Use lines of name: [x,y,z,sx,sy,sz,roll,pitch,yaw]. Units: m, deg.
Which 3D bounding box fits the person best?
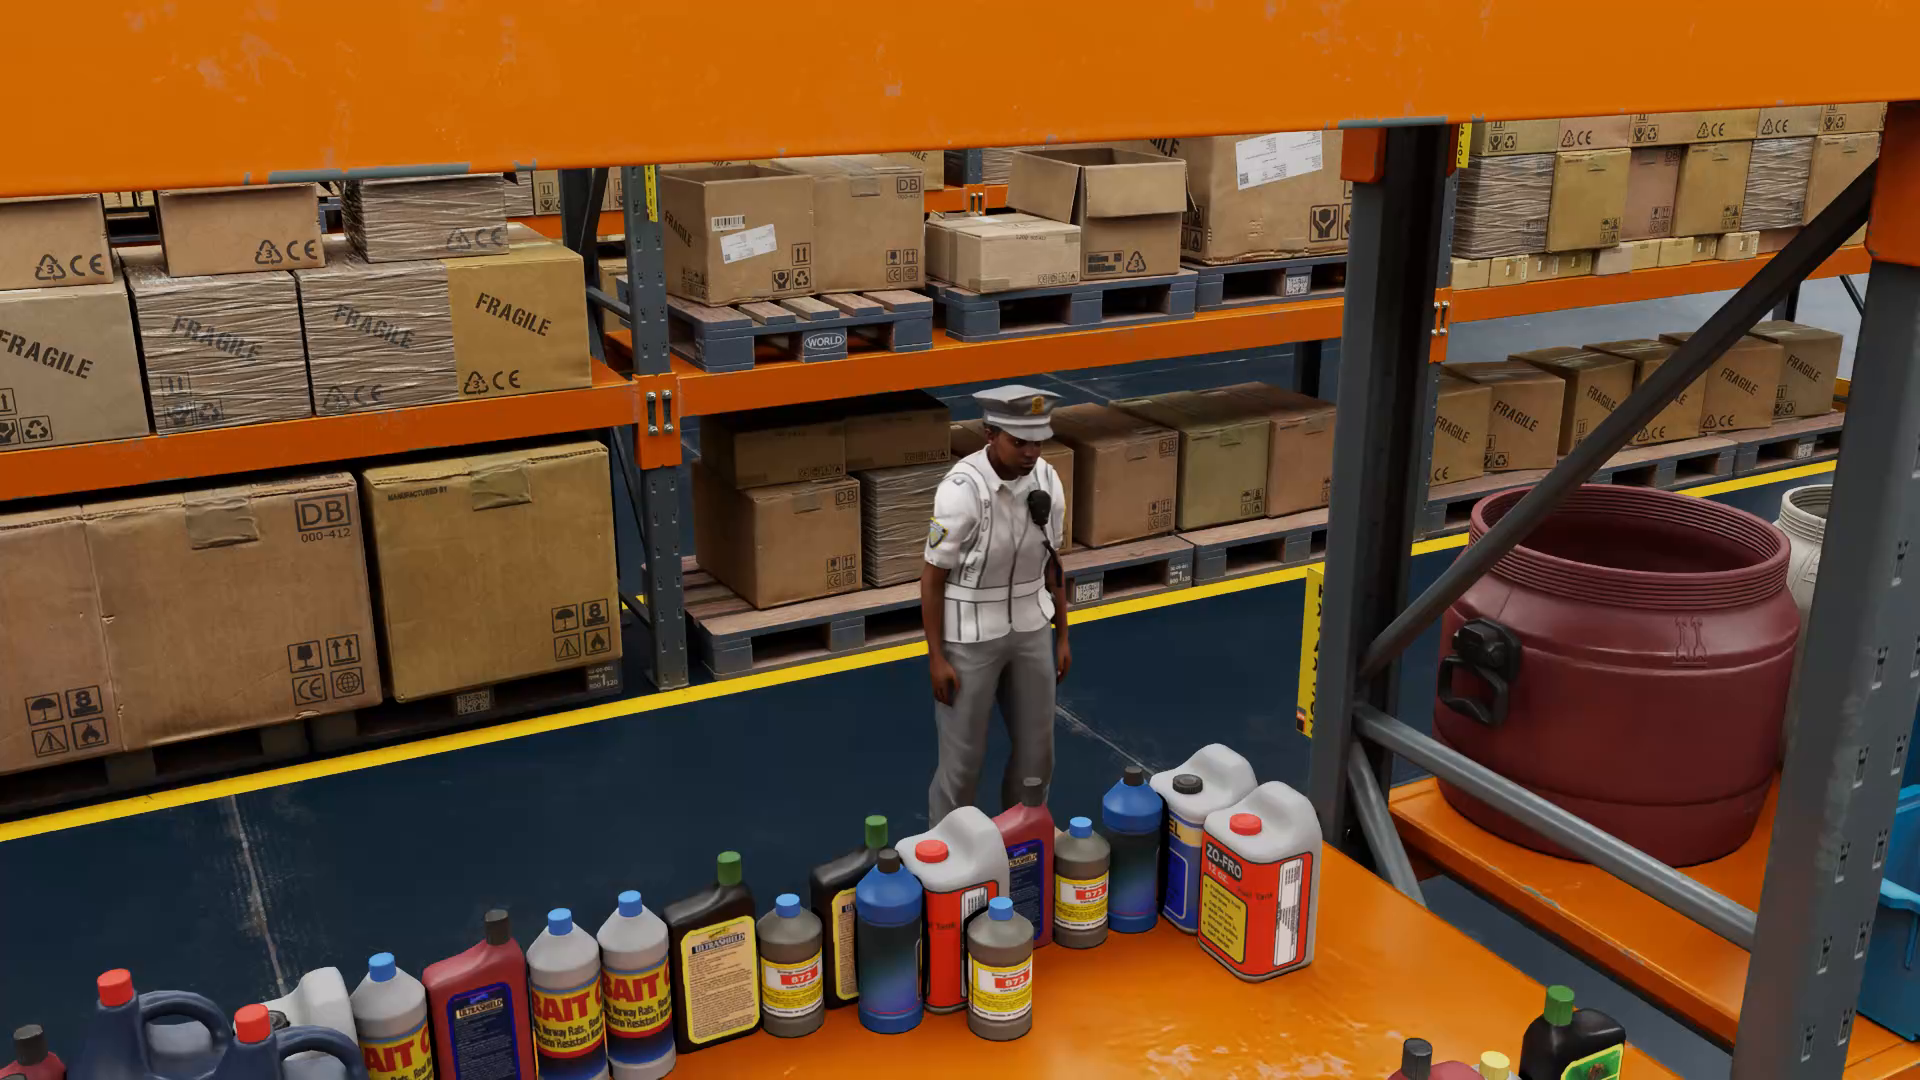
person: [0.117,0.331,5.076,0.505,1.659,0.416,-10,21,-26]
